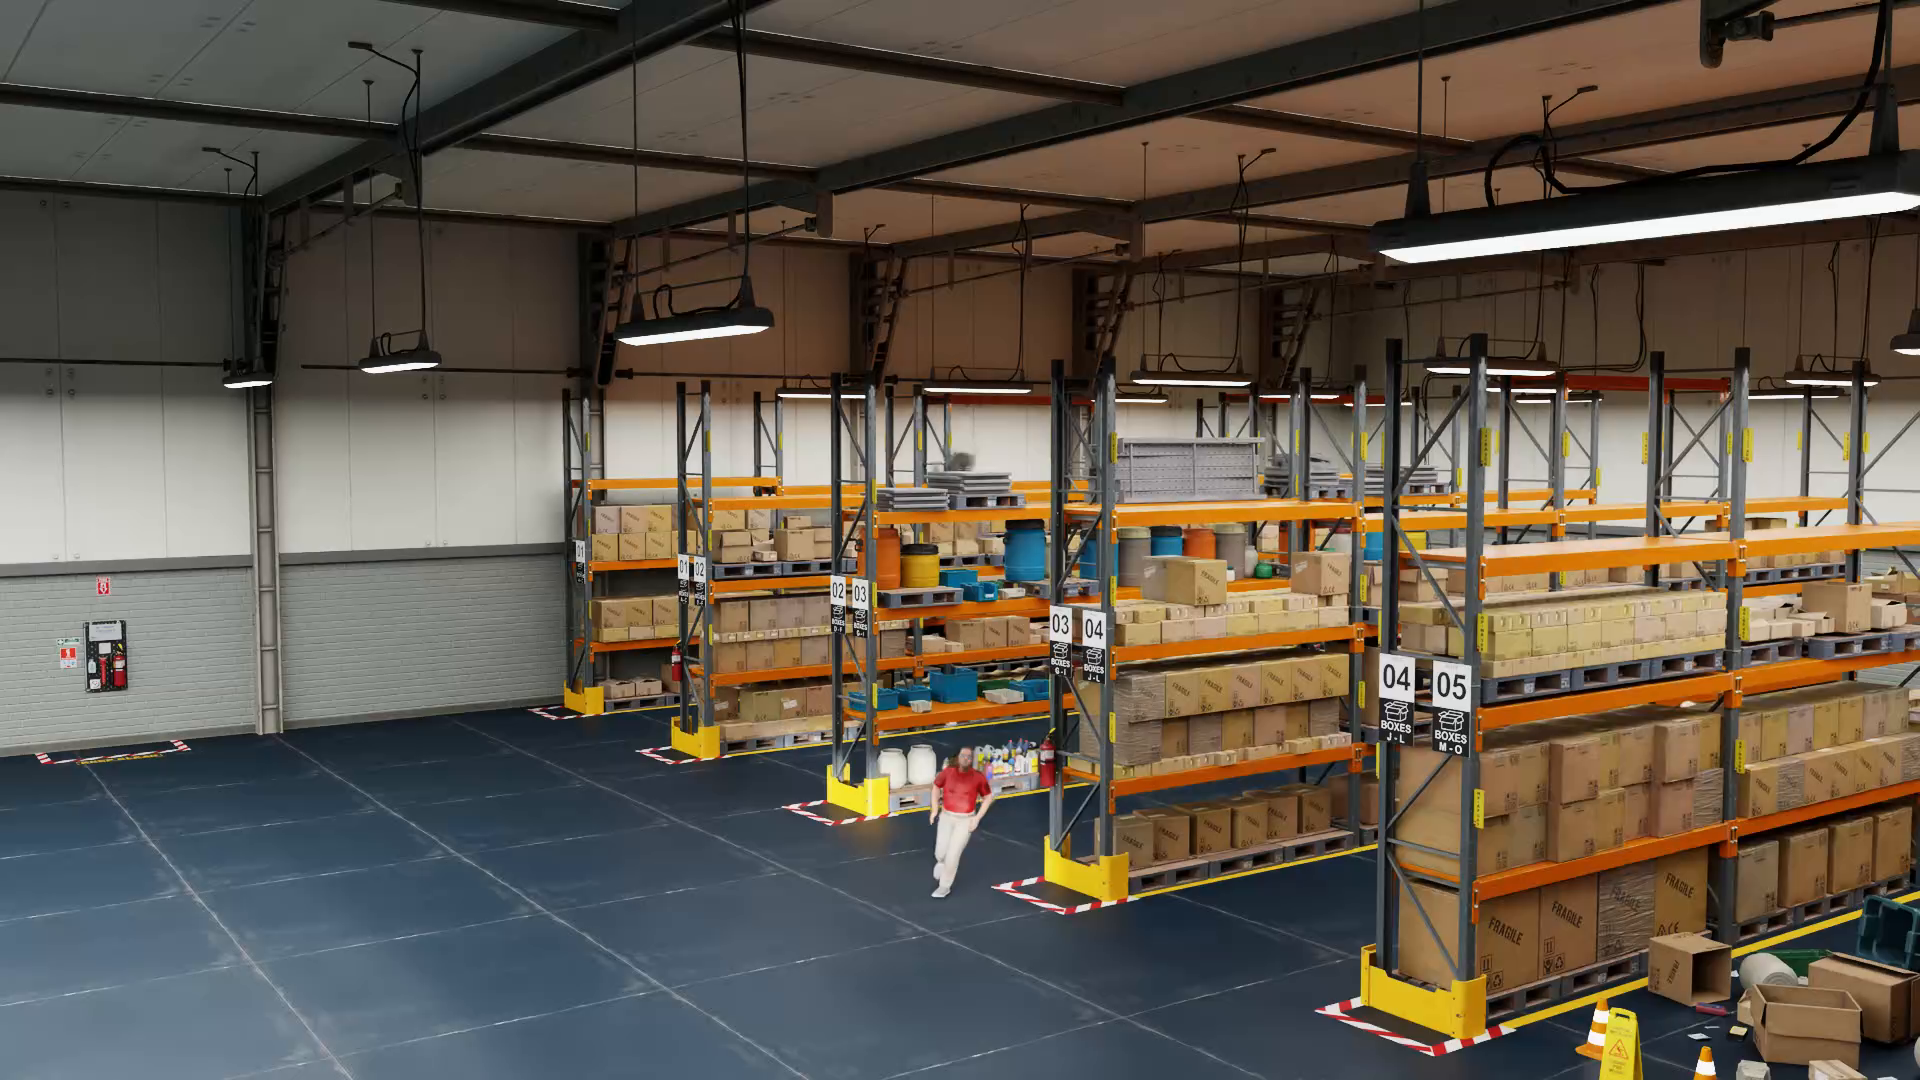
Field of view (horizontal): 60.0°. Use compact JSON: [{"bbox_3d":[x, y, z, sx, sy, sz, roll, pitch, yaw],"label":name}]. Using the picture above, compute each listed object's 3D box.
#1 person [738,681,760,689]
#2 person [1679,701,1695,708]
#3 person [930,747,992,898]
[{"bbox_3d":[-3.589,2.413,29.237,0.799,1.742,0.709,-3,4,-35],"label":"person"},{"bbox_3d":[9.120,2.939,20.959,0.624,1.831,0.752,3,5,41],"label":"person"},{"bbox_3d":[0.008,3.142,18.651,0.698,1.651,0.584,1,4,10],"label":"person"}]
